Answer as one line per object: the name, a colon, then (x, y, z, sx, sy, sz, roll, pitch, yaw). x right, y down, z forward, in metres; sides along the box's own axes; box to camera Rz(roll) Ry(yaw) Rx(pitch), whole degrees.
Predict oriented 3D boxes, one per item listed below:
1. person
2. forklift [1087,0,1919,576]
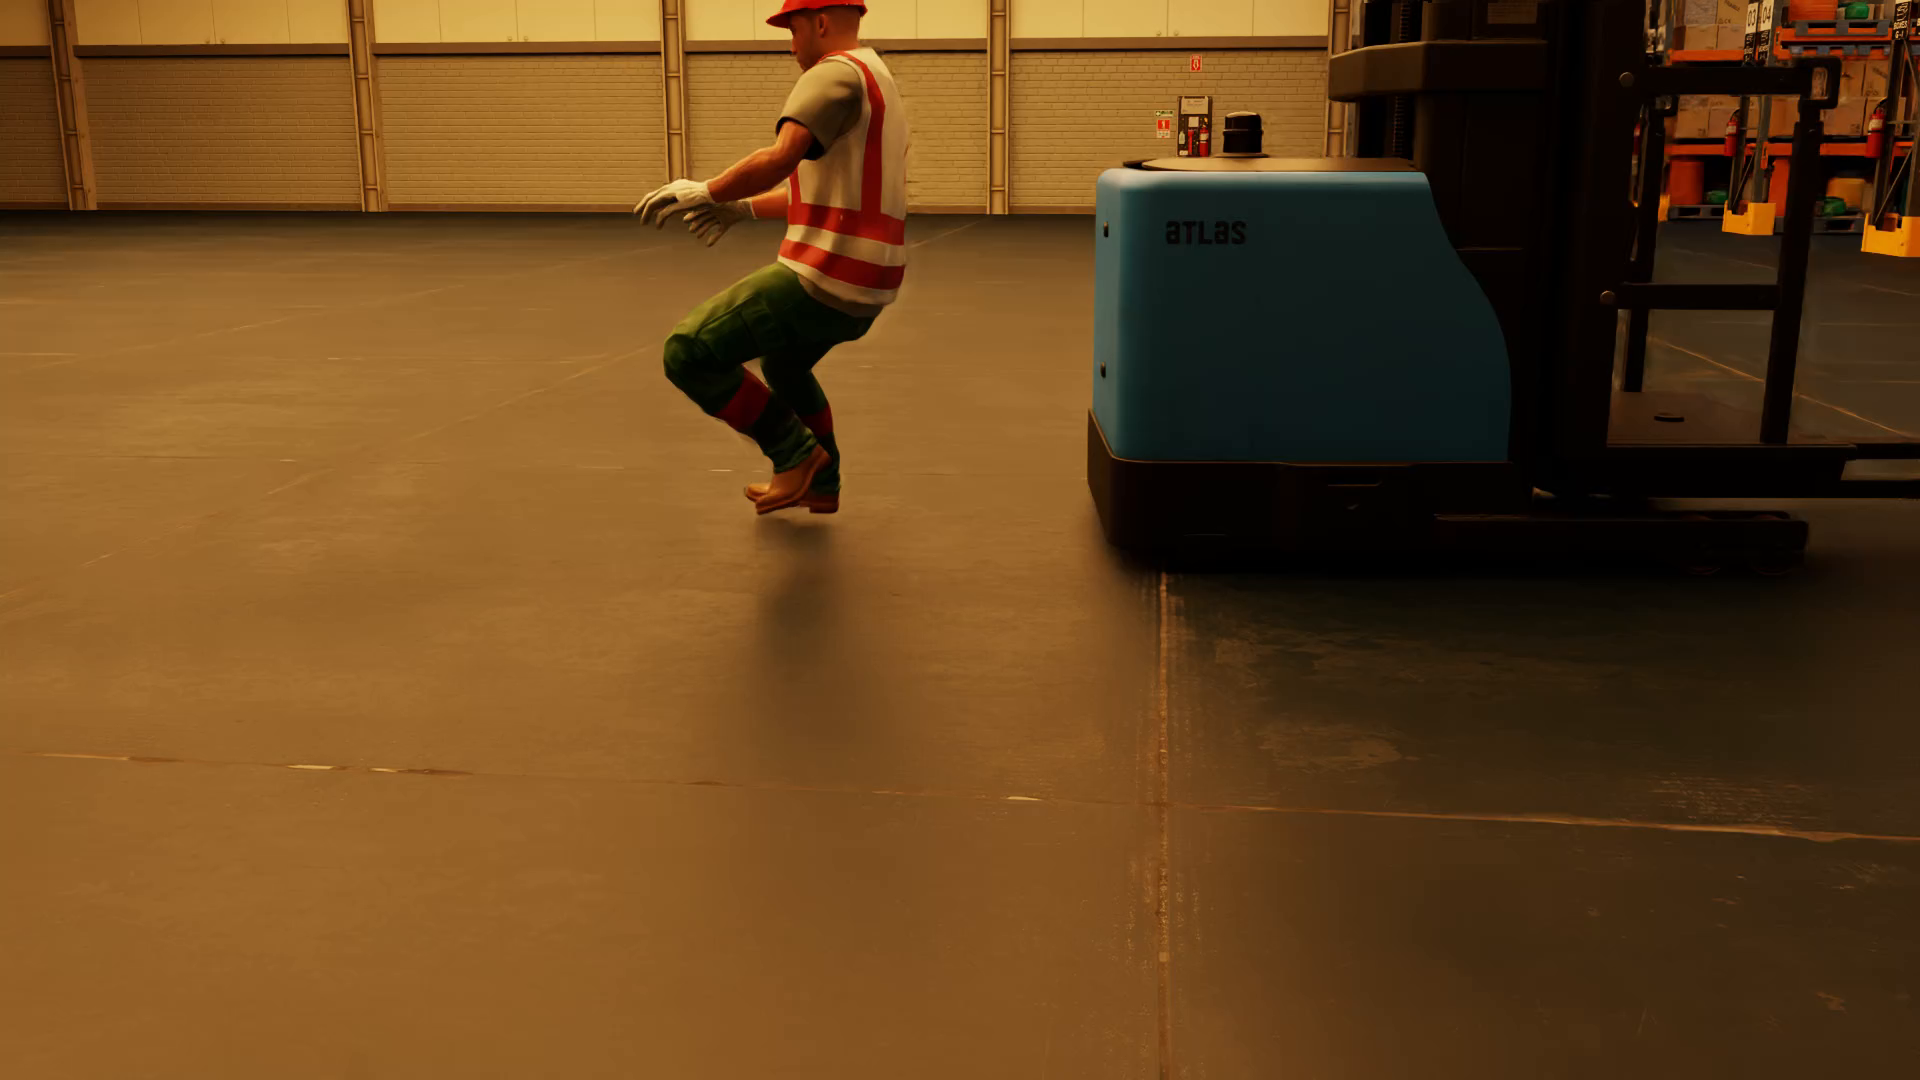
person: (-0.514, -0.773, 4.627, 0.763, 1.580, 0.890, 4, 14, 15)
forklift: (1.930, -1.451, 4.714, 3.031, 2.935, 1.130, 0, 13, 0)
